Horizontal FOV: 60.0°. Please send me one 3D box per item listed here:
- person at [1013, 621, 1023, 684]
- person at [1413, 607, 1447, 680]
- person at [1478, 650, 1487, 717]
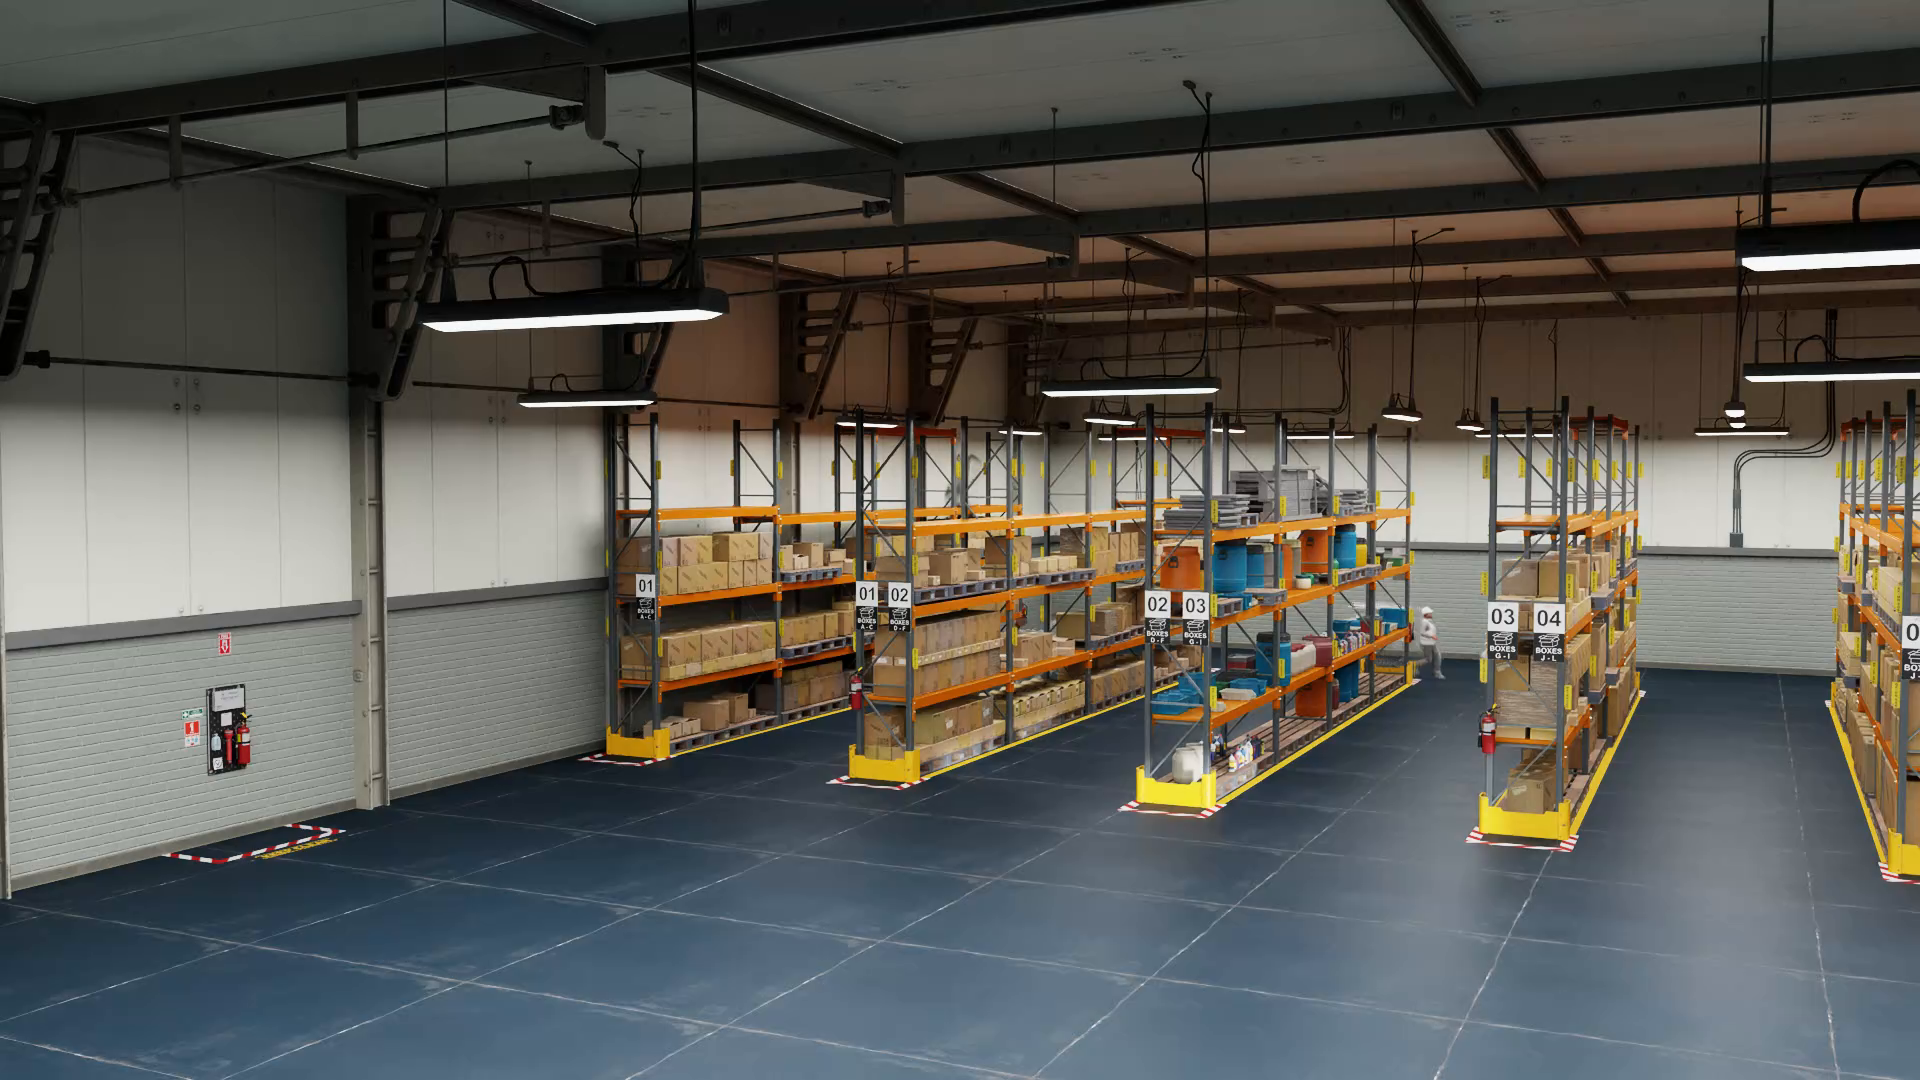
[{"bbox_3d":[1.275,2.616,38.617,0.525,1.525,0.722,1,3,22],"label":"person"},{"bbox_3d":[11.162,2.469,39.783,0.853,1.758,0.697,2,3,33],"label":"person"},{"bbox_3d":[10.685,2.768,33.285,0.600,1.691,0.956,1,3,28],"label":"person"}]
